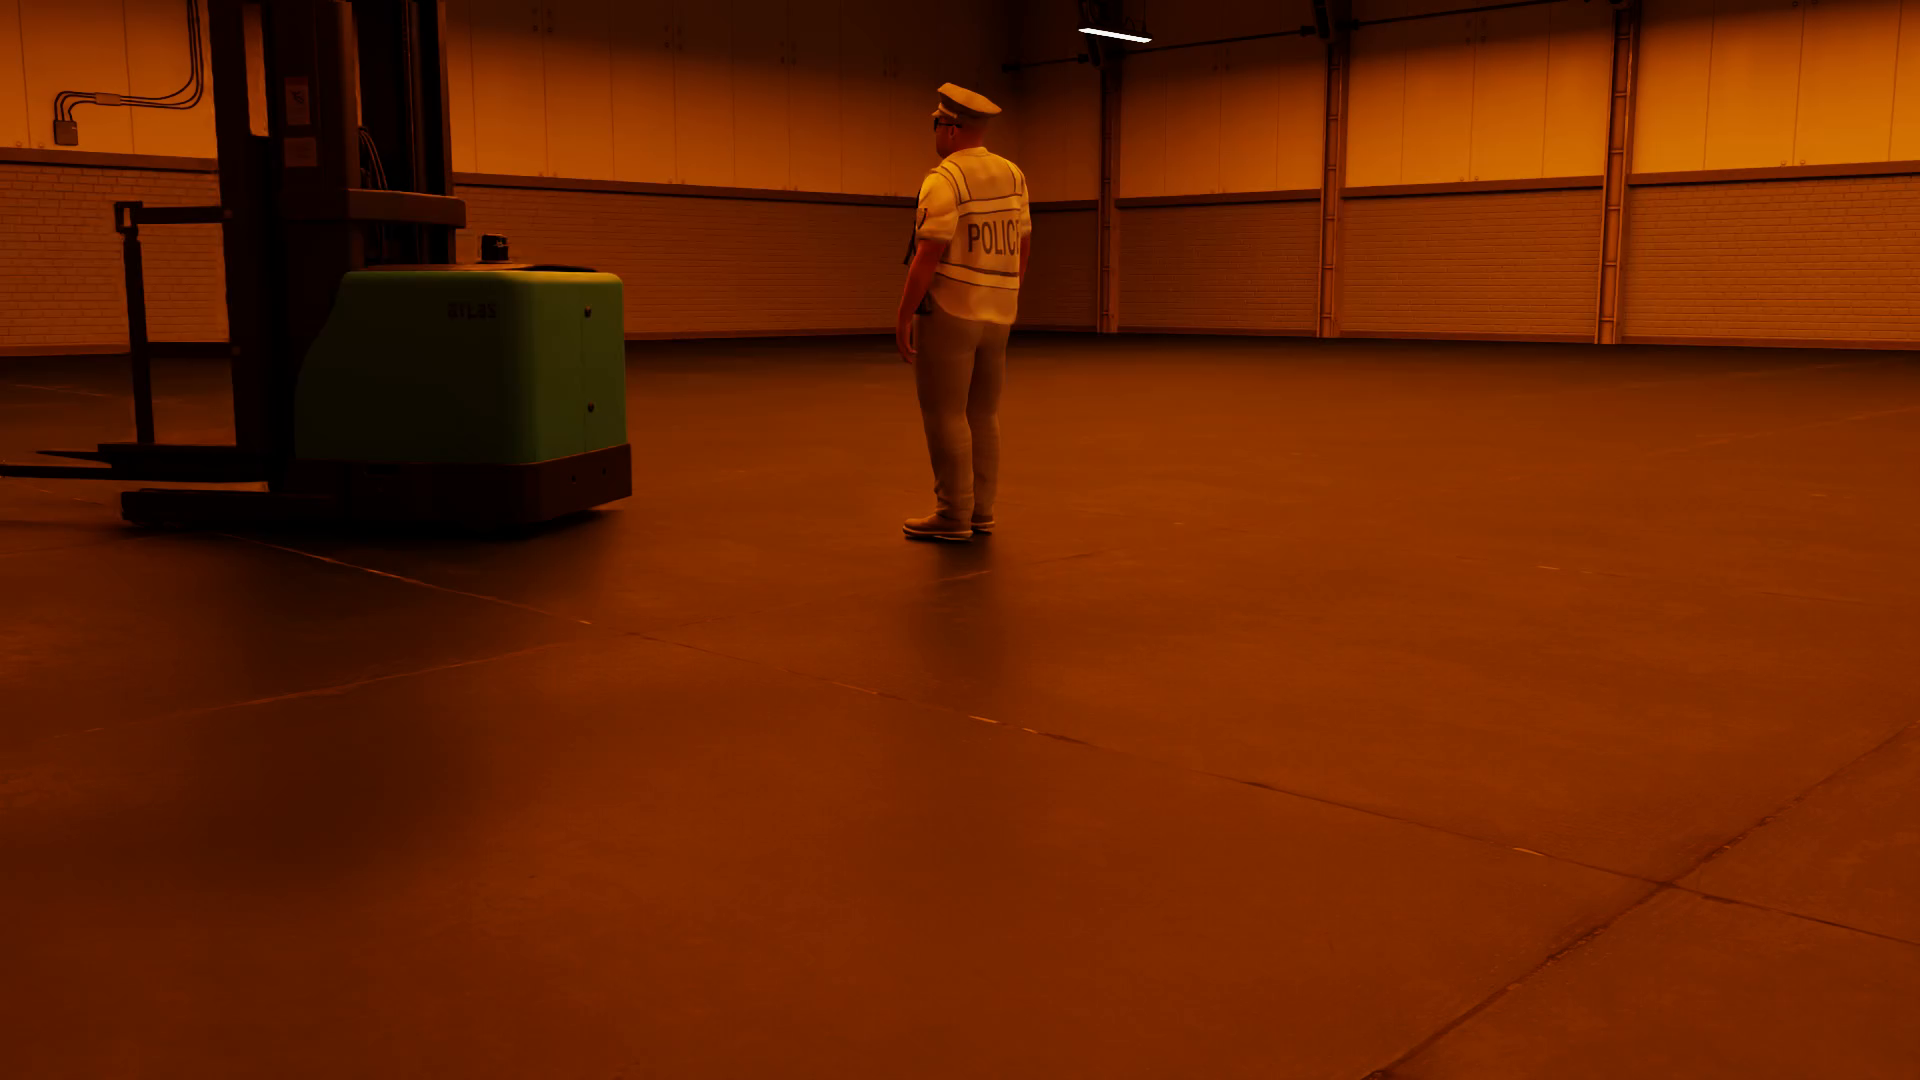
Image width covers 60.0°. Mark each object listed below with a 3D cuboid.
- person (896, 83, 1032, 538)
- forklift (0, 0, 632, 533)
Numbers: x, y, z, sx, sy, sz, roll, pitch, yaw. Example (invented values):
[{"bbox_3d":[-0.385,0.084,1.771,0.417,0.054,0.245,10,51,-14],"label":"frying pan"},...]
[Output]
[{"bbox_3d":[-0.047,-0.897,6.645,0.575,1.781,0.640,8,12,43],"label":"person"},{"bbox_3d":[-3.067,-1.566,7.274,3.031,2.935,1.130,2,9,13],"label":"forklift"}]
